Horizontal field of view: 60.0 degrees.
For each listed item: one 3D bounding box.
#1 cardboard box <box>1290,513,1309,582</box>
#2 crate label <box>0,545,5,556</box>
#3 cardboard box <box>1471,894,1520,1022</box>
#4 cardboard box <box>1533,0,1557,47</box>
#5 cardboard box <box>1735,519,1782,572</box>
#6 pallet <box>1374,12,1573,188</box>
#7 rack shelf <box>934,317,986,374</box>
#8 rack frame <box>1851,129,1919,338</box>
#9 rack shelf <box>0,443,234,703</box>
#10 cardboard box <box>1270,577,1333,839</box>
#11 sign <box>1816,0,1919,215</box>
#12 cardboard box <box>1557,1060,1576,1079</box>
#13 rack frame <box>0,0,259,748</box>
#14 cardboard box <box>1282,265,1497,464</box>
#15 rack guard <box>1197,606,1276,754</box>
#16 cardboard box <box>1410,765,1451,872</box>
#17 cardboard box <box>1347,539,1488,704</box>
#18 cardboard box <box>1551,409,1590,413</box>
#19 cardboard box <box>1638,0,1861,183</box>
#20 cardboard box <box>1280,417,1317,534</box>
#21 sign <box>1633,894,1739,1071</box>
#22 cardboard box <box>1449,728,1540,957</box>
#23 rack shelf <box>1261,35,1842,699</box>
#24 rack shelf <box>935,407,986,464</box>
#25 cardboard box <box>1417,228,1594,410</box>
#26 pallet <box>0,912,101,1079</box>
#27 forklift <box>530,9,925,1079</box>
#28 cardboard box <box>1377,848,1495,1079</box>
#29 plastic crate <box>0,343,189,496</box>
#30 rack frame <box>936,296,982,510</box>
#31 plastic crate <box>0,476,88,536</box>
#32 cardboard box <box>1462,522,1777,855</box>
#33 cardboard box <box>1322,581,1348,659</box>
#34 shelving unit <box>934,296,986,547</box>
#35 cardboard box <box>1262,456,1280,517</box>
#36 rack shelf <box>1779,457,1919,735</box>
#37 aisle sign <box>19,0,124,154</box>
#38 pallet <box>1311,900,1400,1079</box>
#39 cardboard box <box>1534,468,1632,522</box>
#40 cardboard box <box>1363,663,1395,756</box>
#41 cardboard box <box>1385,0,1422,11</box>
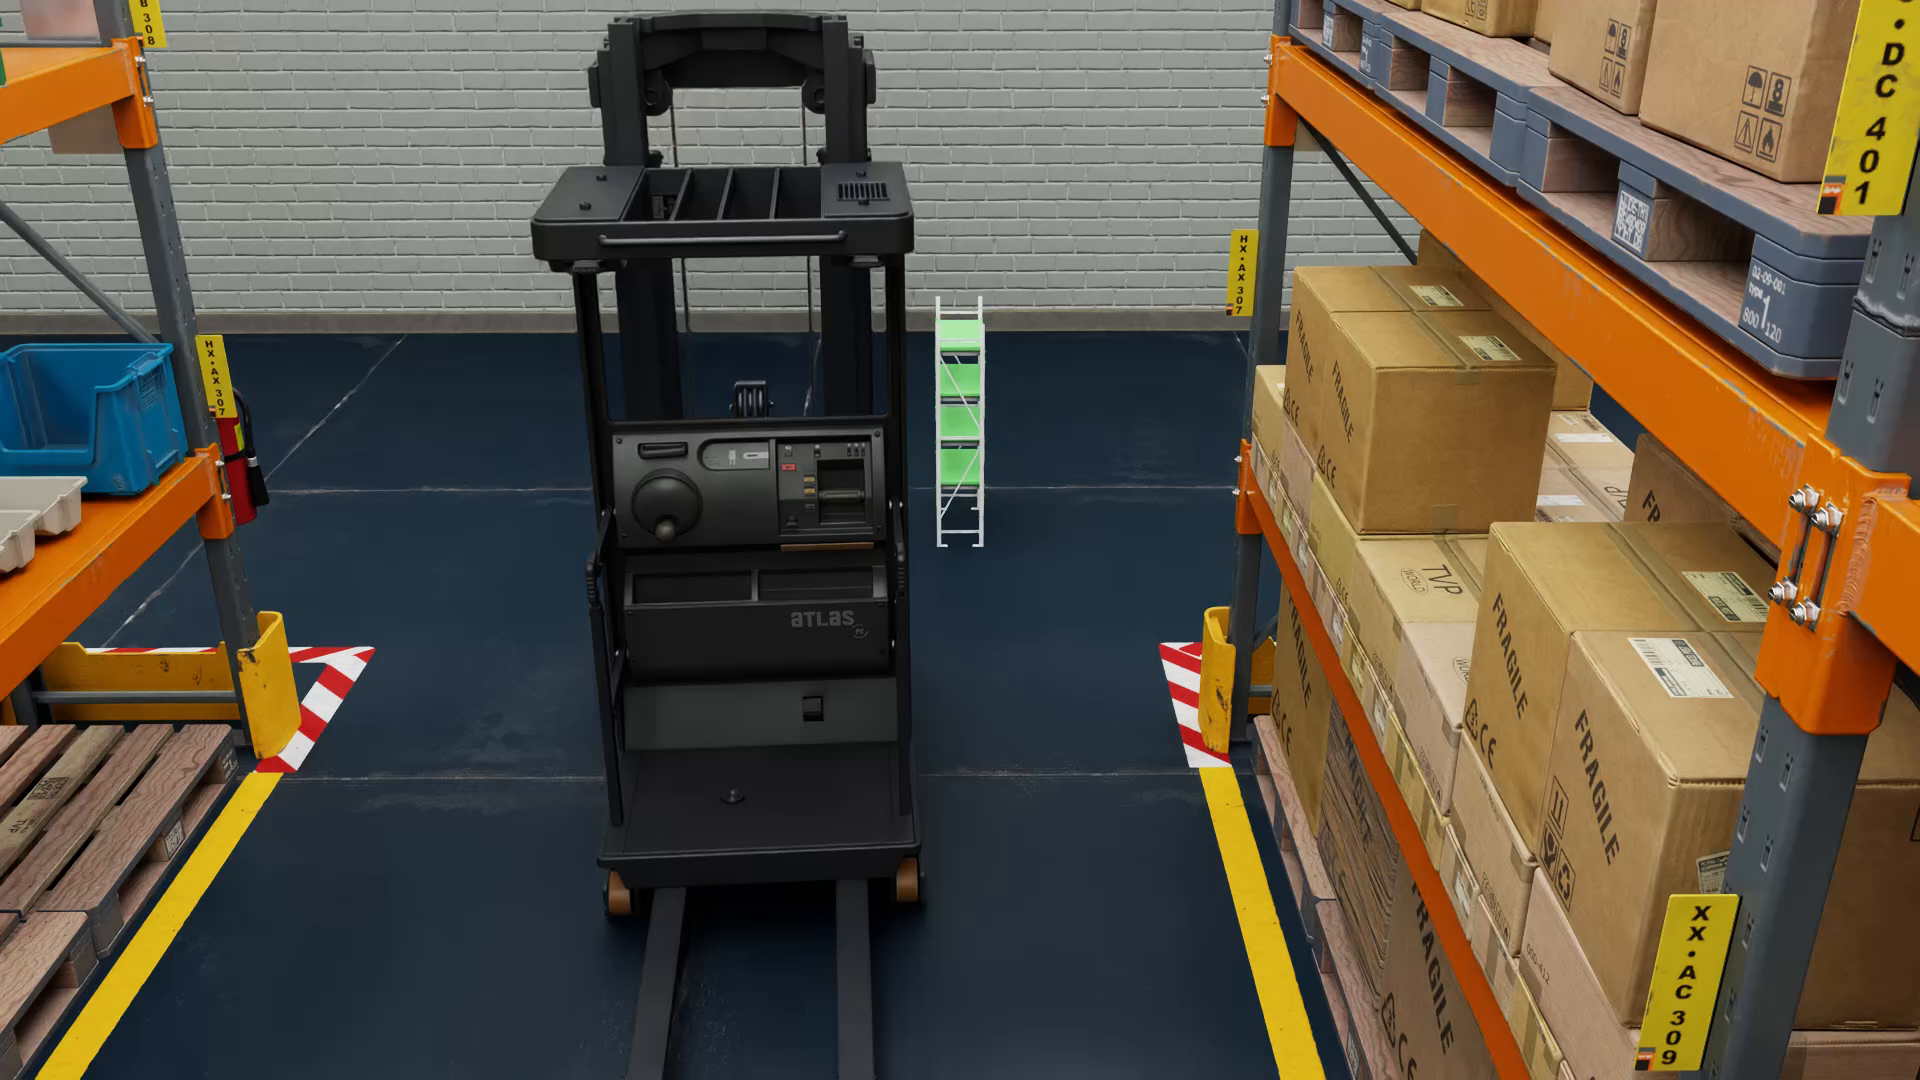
[{"bbox_3d":[1.282,0.026,5.357,0.380,0.149,0.250,-1,24,-1],"label":"cardboard box"},{"bbox_3d":[-3.150,0.130,5.070,0.396,0.136,0.243,0,24,-1],"label":"crate label"},{"bbox_3d":[1.304,0.872,3.487,0.380,0.149,0.250,-1,24,-1],"label":"cardboard box"},{"bbox_3d":[1.707,-1.315,3.626,0.700,0.500,0.500,1,24,2],"label":"cardboard box"},{"bbox_3d":[1.893,0.283,3.395,0.500,0.500,0.500,0,24,-1],"label":"cardboard box"},{"bbox_3d":[1.631,-1.071,3.947,1.003,0.211,1.213,0,24,-1],"label":"pallet"},{"bbox_3d":[-0.002,-0.994,8.482,0.258,0.148,0.480,0,24,-1],"label":"rack shelf"},{"bbox_3d":[1.640,-1.640,1.456,1.000,3.000,0.127,0,24,-1],"label":"rack frame"},{"bbox_3d":[-3.334,0.619,4.613,1.077,0.370,4.000,0,24,-1],"label":"rack shelf"},{"bbox_3d":[1.684,0.485,6.105,0.875,0.875,0.875,0,24,-1],"label":"cardboard box"},{"bbox_3d":[1.085,-0.542,1.944,0.100,0.325,0.005,0,24,-1],"label":"sign"},{"bbox_3d":[1.309,1.084,3.018,0.380,0.149,0.250,0,24,0],"label":"cardboard box"},{"bbox_3d":[-3.356,-0.532,6.287,1.000,3.000,0.127,0,24,-1],"label":"rack frame"},{"bbox_3d":[1.337,-0.559,5.256,0.500,0.500,0.500,-1,24,-2],"label":"cardboard box"},{"bbox_3d":[1.596,0.574,6.873,1.175,0.500,0.348,0,24,-1],"label":"rack guard"},{"bbox_3d":[1.298,0.660,3.956,0.380,0.149,0.250,0,24,0],"label":"cardboard box"},{"bbox_3d":[1.357,0.213,4.459,0.500,0.250,0.500,-1,24,-2],"label":"cardboard box"},{"bbox_3d":[1.867,-0.423,5.867,0.500,0.250,0.500,-1,24,-1],"label":"cardboard box"},{"bbox_3d":[1.572,-0.878,2.659,0.700,0.500,0.500,-2,24,-4],"label":"cardboard box"},{"bbox_3d":[1.344,-0.209,5.393,0.500,0.250,0.500,-1,24,-1],"label":"cardboard box"},{"bbox_3d":[1.085,0.666,2.491,0.100,0.325,0.005,0,24,-1],"label":"sign"},{"bbox_3d":[1.365,0.632,3.533,0.500,0.250,0.500,0,24,1],"label":"cardboard box"},{"bbox_3d":[1.618,-0.770,4.044,1.077,0.370,4.000,0,24,-1],"label":"rack shelf"},{"bbox_3d":[-0.002,-0.557,8.680,0.258,0.148,0.480,0,24,-1],"label":"rack shelf"},{"bbox_3d":[1.865,-0.764,5.710,0.500,0.500,0.500,0,24,0],"label":"cardboard box"},{"bbox_3d":[-3.375,1.580,5.001,1.003,0.211,1.213,0,24,-1],"label":"pallet"},{"bbox_3d":[-0.706,-0.159,5.544,1.130,2.935,3.031,-2,24,-4],"label":"forklift"},{"bbox_3d":[1.703,1.227,4.466,0.875,0.875,0.875,0,24,-1],"label":"cardboard box"},{"bbox_3d":[-3.166,-0.439,5.964,0.616,0.435,0.499,0,24,-1],"label":"plastic crate"},{"bbox_3d":[-0.004,-0.715,8.876,0.240,1.200,0.015,0,24,-1],"label":"rack frame"},{"bbox_3d":[-3.166,-0.104,5.588,0.396,0.136,0.243,0,24,-1],"label":"plastic crate"},{"bbox_3d":[1.367,0.290,3.380,0.500,0.500,0.500,0,24,0],"label":"cardboard box"},{"bbox_3d":[1.287,0.237,4.890,0.380,0.149,0.250,-1,24,-1],"label":"cardboard box"},{"bbox_3d":[-0.002,-0.615,8.654,0.258,1.200,0.503,0,24,-1],"label":"shelving unit"},{"bbox_3d":[1.275,-0.187,5.828,0.380,0.149,0.250,-1,24,-1],"label":"cardboard box"},{"bbox_3d":[1.662,0.879,0.400,1.077,0.370,4.000,0,24,-1],"label":"rack shelf"},{"bbox_3d":[-3.064,-1.748,5.820,0.394,0.787,0.004,0,24,-1],"label":"aisle sign"},{"bbox_3d":[1.694,1.546,5.075,1.003,0.211,1.213,0,24,-1],"label":"pallet"},{"bbox_3d":[1.878,-0.005,4.941,0.500,0.250,0.500,-1,24,-2],"label":"cardboard box"},{"bbox_3d":[1.293,0.449,4.421,0.380,0.149,0.250,0,24,0],"label":"cardboard box"},{"bbox_3d":[1.542,-1.757,4.604,0.700,0.500,0.500,-1,24,-2],"label":"cardboard box"}]
